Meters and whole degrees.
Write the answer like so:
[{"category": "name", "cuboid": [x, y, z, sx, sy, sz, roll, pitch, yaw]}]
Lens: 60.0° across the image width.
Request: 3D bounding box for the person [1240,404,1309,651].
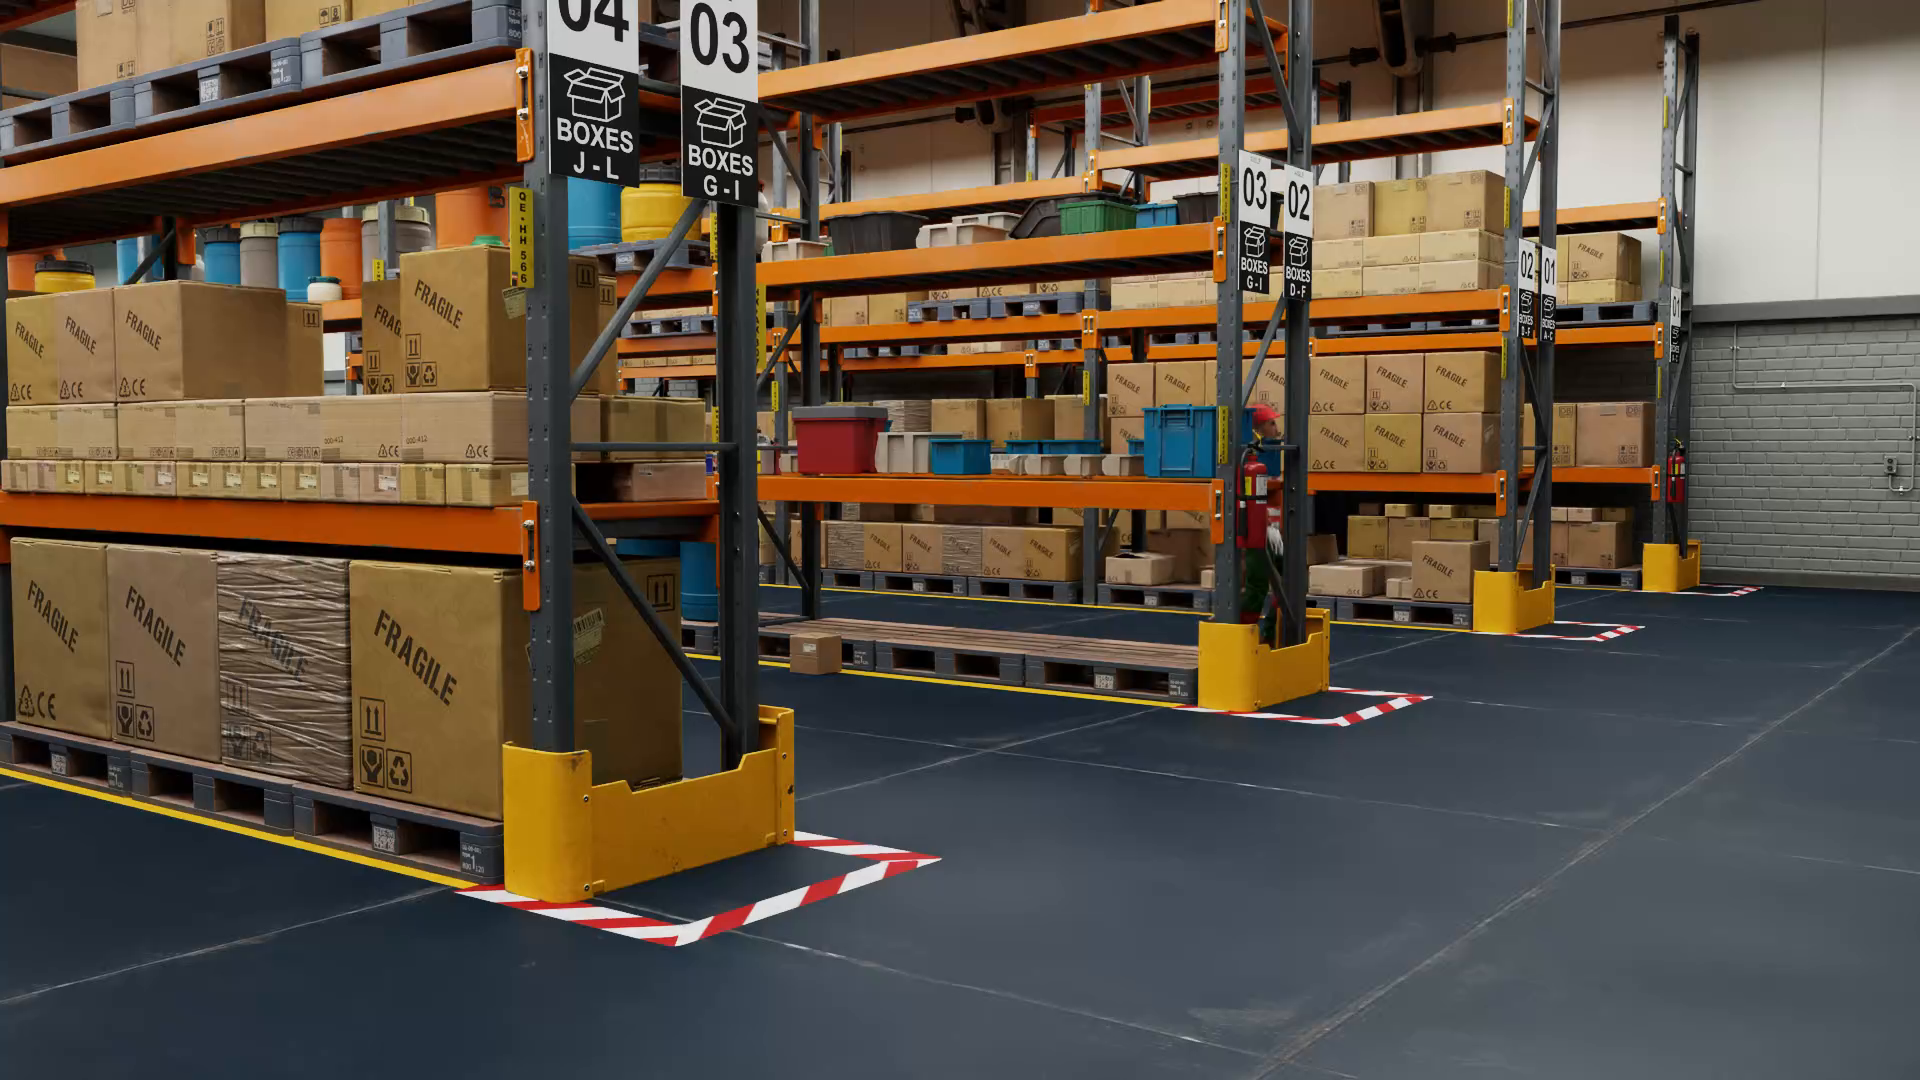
[{"category": "person", "cuboid": [2.153, -0.025, 11.509, 0.480, 1.831, 0.576, 1, 3, 23]}]
